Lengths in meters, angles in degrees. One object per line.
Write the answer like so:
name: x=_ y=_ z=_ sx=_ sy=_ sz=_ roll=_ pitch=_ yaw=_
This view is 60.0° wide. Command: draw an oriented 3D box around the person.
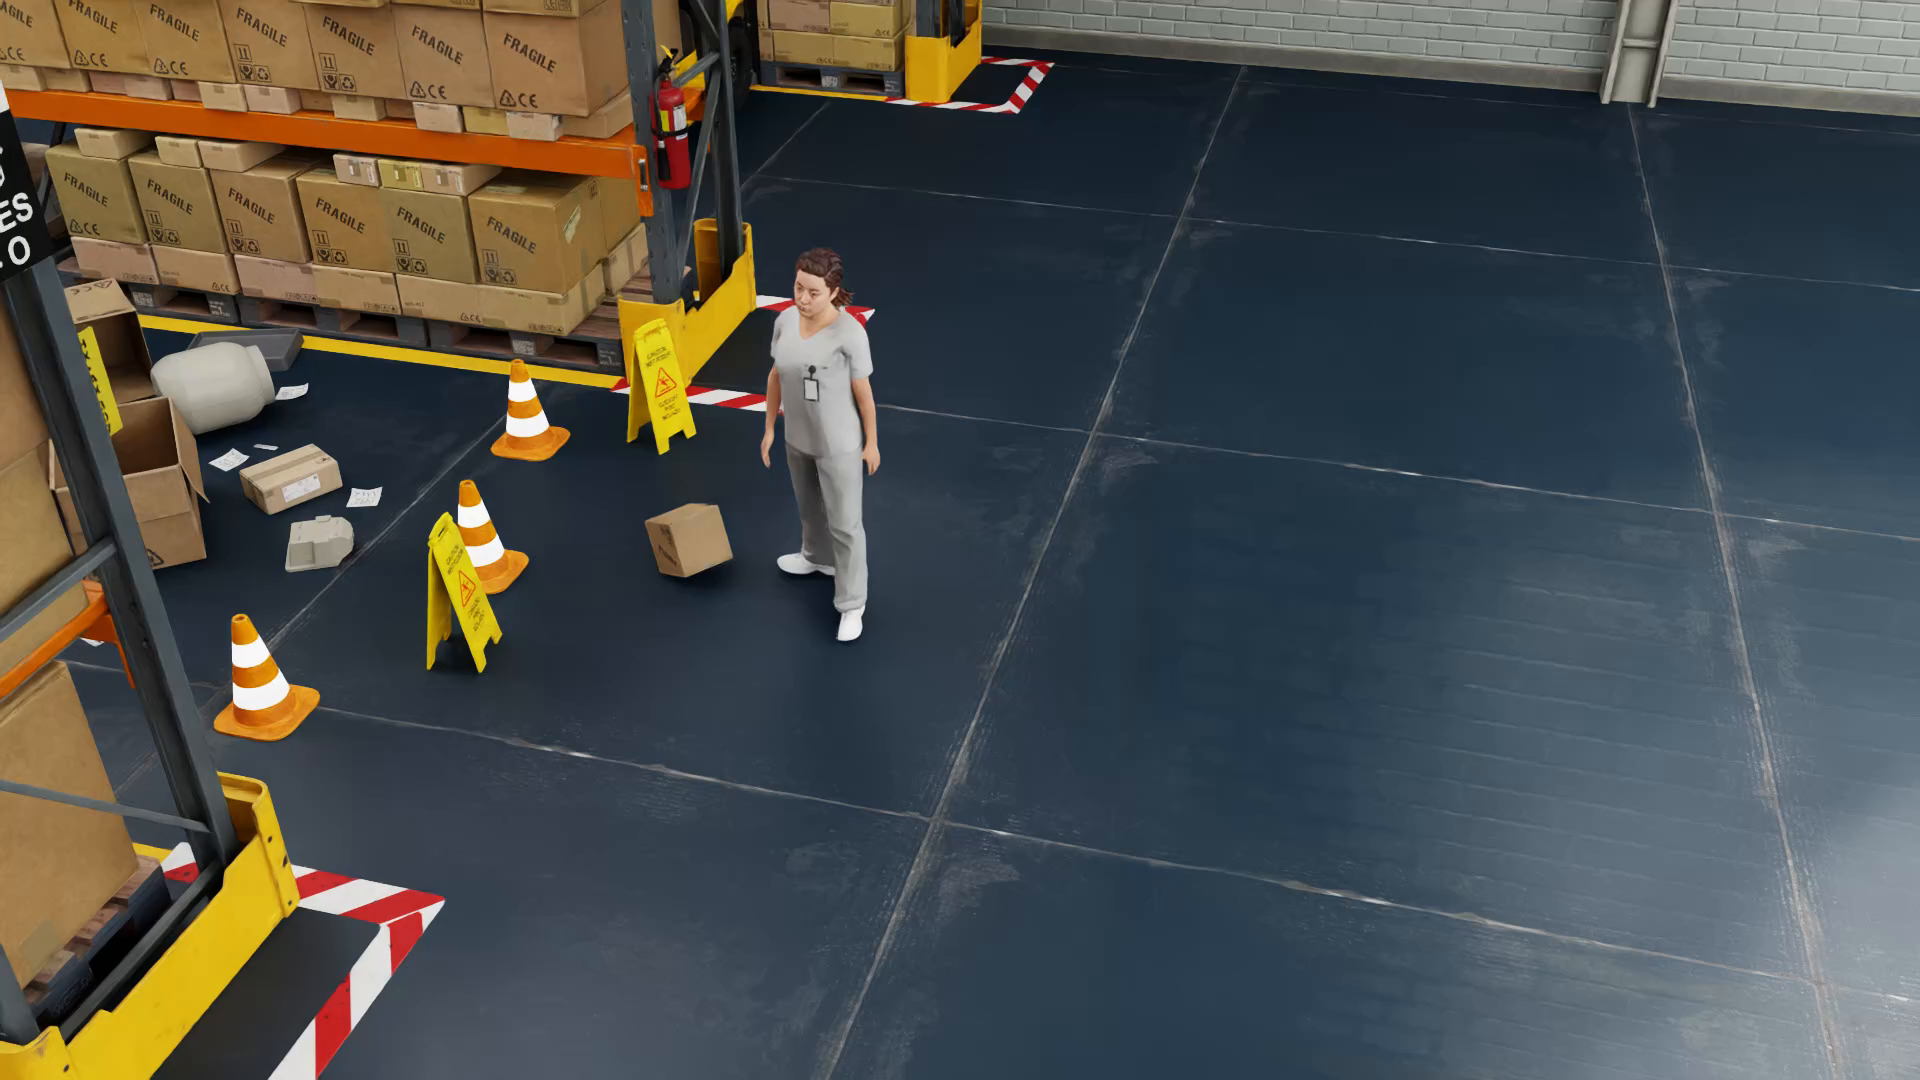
person: x=-0.594 y=-0.442 z=6.815 sx=0.625 sy=1.675 sz=0.445 roll=22 pitch=39 yaw=30
